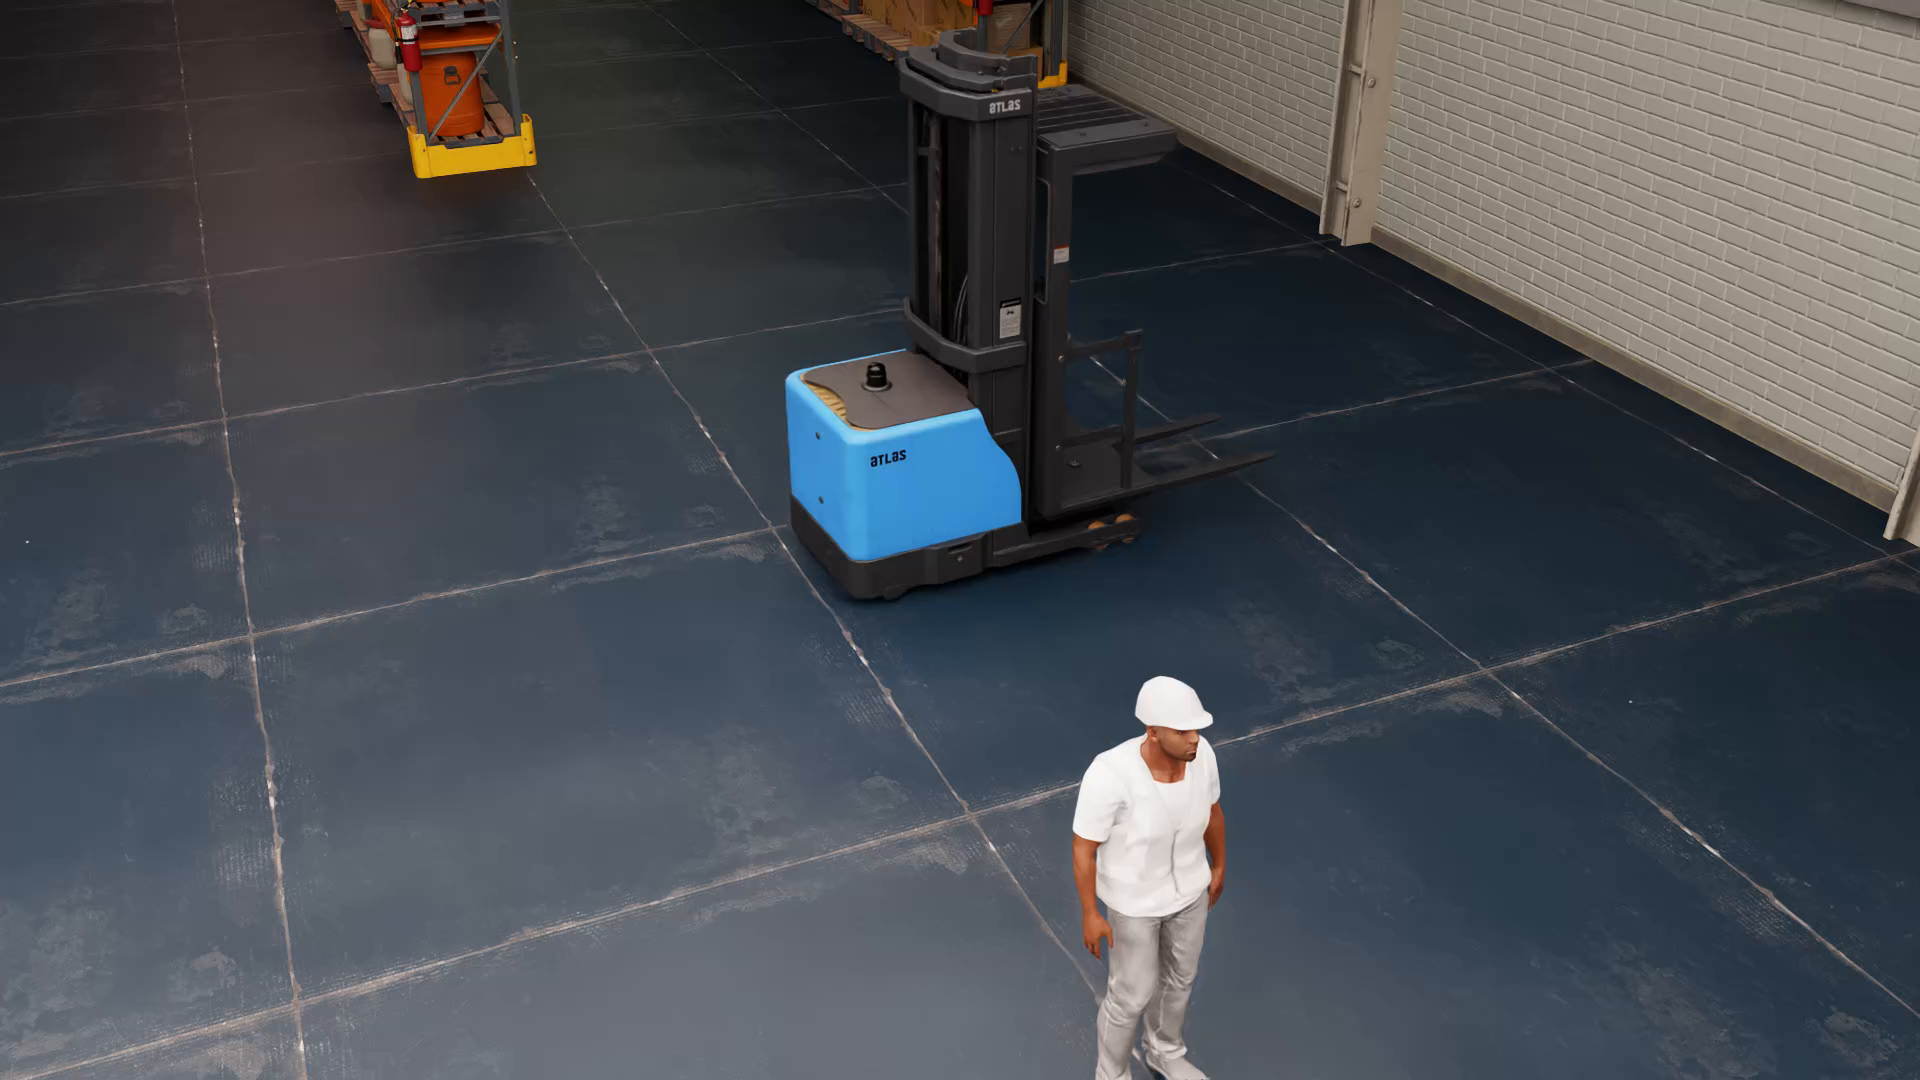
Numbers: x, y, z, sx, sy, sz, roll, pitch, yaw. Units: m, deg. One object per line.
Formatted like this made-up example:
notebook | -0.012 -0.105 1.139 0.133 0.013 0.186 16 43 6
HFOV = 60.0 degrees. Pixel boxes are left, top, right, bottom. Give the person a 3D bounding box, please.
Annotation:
person | 0.732 1.303 6.018 0.662 1.776 0.517 -16 34 -26

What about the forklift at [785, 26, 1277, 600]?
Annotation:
forklift | 0.523 -1.433 9.626 3.031 2.935 1.130 -14 33 -23
